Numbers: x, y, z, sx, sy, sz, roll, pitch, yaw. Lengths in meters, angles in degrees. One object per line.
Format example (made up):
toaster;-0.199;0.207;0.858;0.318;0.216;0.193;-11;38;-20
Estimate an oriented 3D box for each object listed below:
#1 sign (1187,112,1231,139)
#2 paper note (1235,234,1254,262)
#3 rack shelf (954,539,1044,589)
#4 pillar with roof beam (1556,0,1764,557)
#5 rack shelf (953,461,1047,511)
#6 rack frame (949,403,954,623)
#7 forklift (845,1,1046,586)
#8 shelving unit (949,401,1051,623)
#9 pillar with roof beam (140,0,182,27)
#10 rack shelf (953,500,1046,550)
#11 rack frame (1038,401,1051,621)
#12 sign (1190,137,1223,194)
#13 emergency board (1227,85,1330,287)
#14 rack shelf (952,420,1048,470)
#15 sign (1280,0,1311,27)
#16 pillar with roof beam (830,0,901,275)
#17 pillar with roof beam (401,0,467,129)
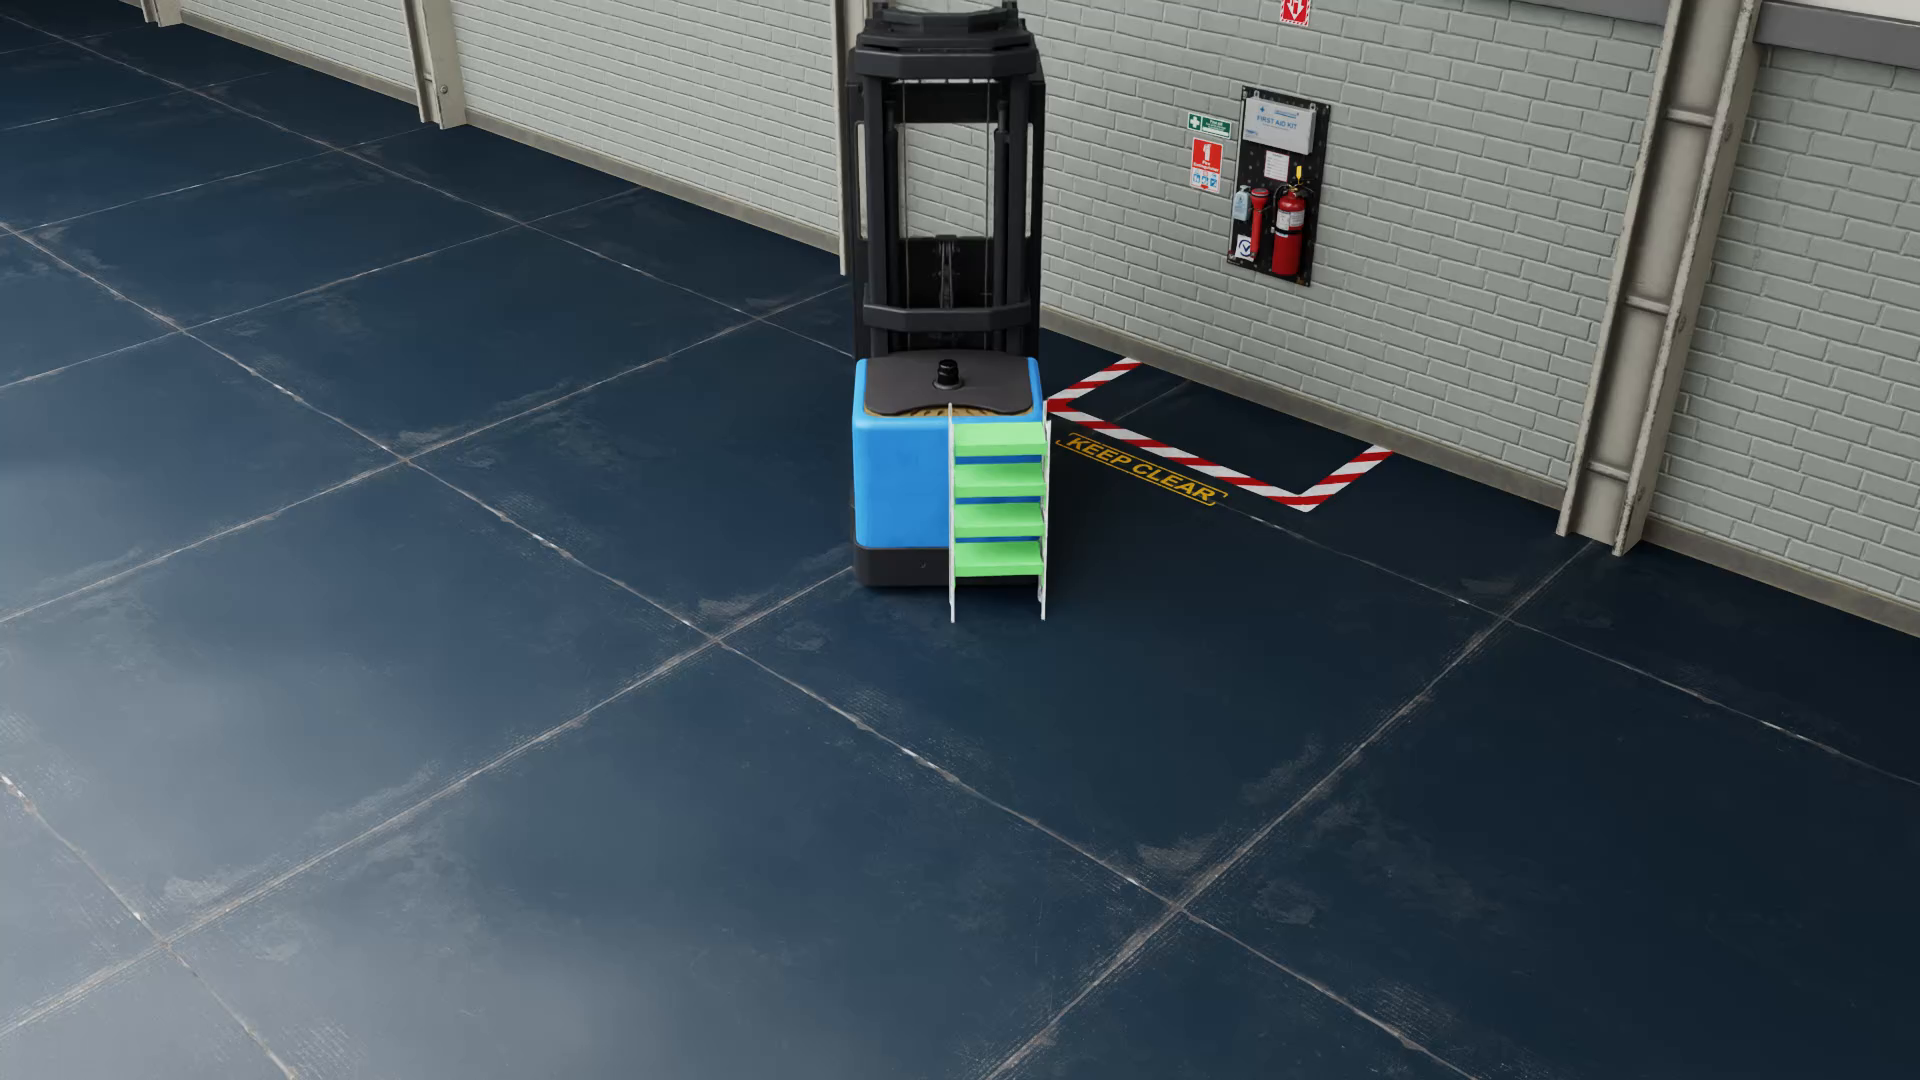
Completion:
sign;1.595;-2.653;10.644;0.331;0.109;0.001;25;39;35
paper note;1.853;-1.895;10.788;0.142;0.148;0.016;25;39;35
rack shelf;0.200;0.127;8.910;0.480;0.148;0.258;-1;31;-2
pillar with roof beam;0.856;-2.239;4.688;0.400;9.000;9.100;25;39;35
rack shelf;0.200;-0.285;8.662;0.480;0.148;0.258;-1;31;-2
rack frame;-0.044;-0.127;8.743;0.015;1.200;0.240;-1;31;-2
forklift;-0.085;-1.726;9.719;1.130;2.935;3.031;-1;31;-1
shelving unit;0.200;-0.134;8.753;0.503;1.200;0.258;-1;31;-2
pillar with roof beam;-12.490;-8.468;15.036;0.400;9.000;9.100;25;39;35
rack shelf;0.200;-0.079;8.786;0.480;0.148;0.258;-1;31;-2
rack frame;0.443;-0.140;8.764;0.015;1.200;0.240;-1;31;-2
sign;1.597;-2.430;10.789;0.234;0.329;0.001;25;39;35
emergency board;1.938;-2.184;10.415;0.643;1.169;0.194;25;39;35
rack shelf;0.200;-0.490;8.539;0.480;0.148;0.258;-1;31;-2
sign;1.999;-3.218;9.885;0.199;0.298;0.001;25;39;35
pillar with roof beam;-3.593;-4.315;8.137;0.400;9.000;9.100;25;39;35
pillar with roof beam;-8.041;-6.392;11.587;0.400;9.000;9.100;25;39;35
